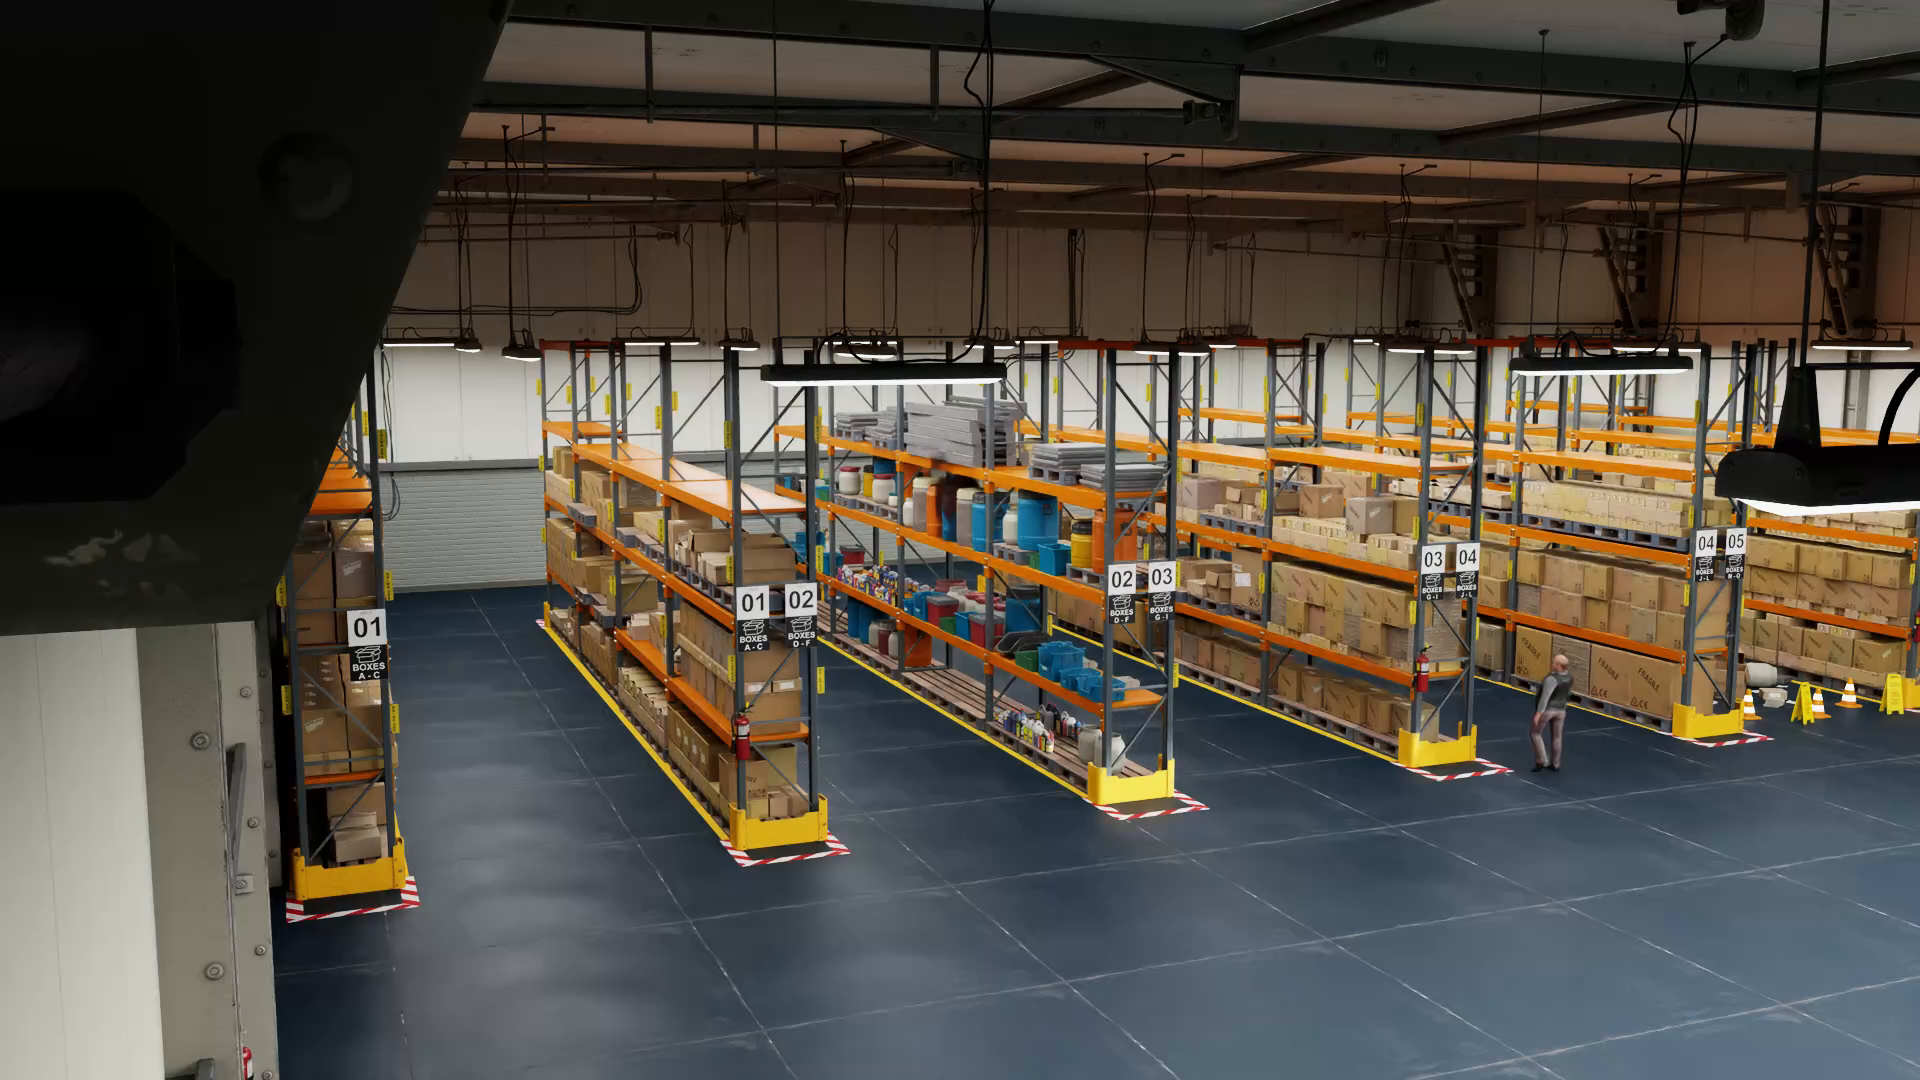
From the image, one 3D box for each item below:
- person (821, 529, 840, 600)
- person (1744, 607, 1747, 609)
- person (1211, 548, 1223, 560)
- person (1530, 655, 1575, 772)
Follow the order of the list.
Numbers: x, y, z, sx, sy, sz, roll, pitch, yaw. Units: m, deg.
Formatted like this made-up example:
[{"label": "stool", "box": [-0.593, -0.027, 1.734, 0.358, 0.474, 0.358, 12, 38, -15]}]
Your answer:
[{"label": "person", "box": [-3.110, 0.553, 38.090, 0.704, 1.642, 0.471, 2, 8, 12]}, {"label": "person", "box": [16.483, 0.911, 34.809, 0.487, 1.787, 0.579, 3, 8, 24]}, {"label": "person", "box": [6.541, -0.070, 43.163, 0.847, 1.579, 0.428, -7, 10, -44]}, {"label": "person", "box": [8.357, 2.449, 23.463, 0.586, 1.727, 0.553, -1, 7, -4]}]
